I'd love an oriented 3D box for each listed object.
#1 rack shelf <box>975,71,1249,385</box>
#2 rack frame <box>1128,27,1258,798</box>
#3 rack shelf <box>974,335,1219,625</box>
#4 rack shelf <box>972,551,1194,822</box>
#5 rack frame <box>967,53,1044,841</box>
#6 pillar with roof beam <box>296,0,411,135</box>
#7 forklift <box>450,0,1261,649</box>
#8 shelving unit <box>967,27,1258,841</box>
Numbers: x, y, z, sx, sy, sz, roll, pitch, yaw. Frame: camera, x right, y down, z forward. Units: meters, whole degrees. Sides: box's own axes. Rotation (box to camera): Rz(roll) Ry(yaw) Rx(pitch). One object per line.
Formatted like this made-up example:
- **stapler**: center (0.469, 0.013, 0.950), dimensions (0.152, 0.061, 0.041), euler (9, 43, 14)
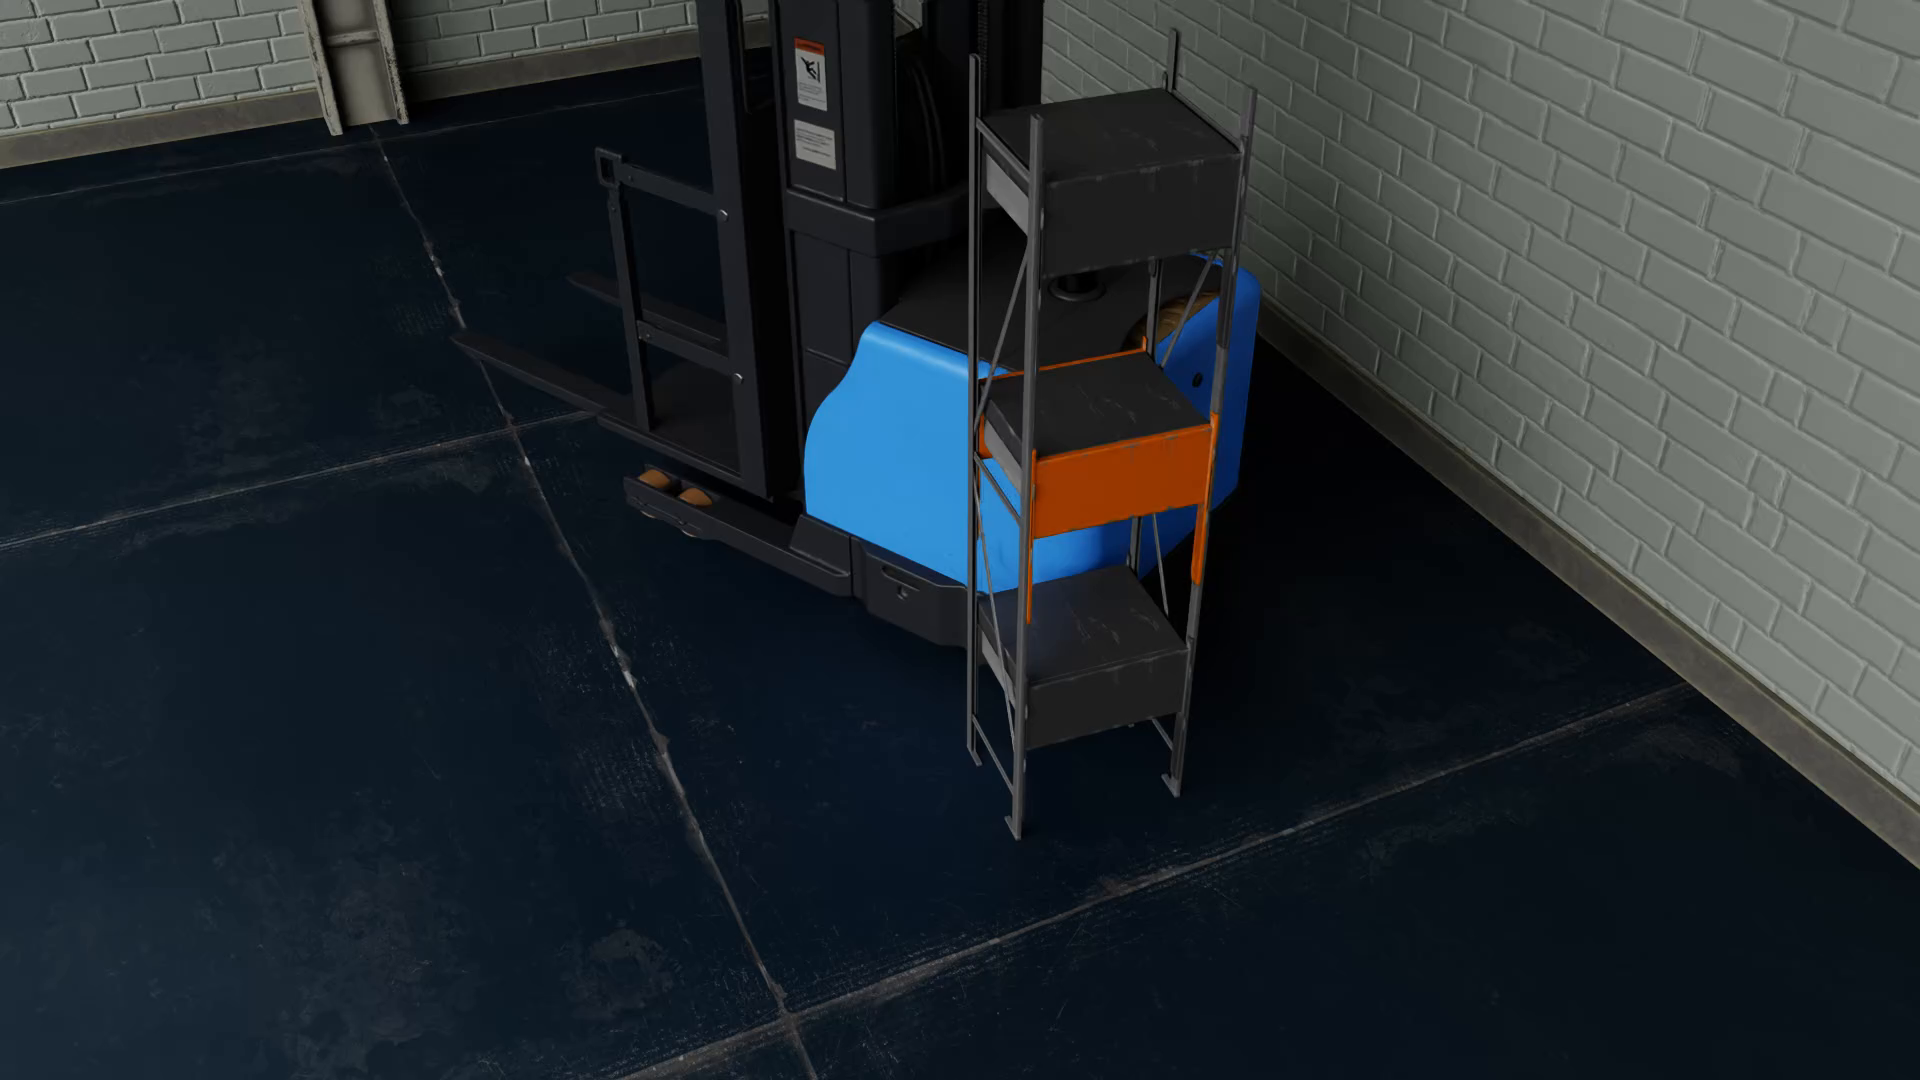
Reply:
- **rack shelf**: center (0.325, -0.721, 3.807), dimensions (0.480, 0.518, 0.431), euler (-12, 38, -16)
- **rack frame**: center (0.554, -0.219, 4.283), dimensions (0.015, 2.100, 0.400), euler (-12, 38, -16)
- **rack shelf**: center (0.325, -0.159, 4.224), dimensions (0.480, 0.518, 0.431), euler (-12, 38, -16)
- **rack shelf**: center (0.325, 0.404, 4.641), dimensions (0.480, 0.518, 0.431), euler (-12, 38, -16)
- **rack frame**: center (0.095, -0.120, 4.149), dimensions (0.015, 2.100, 0.400), euler (-12, 38, -16)
- **pillar with roof beam**: center (-1.287, -3.506, 2.923), dimensions (0.400, 9.000, 9.100), euler (-16, 39, -20)
- **forklift**: center (-0.559, -1.418, 5.201), dimensions (3.031, 2.935, 1.130), euler (23, 43, 28)
- **shelving unit**: center (0.325, -0.170, 4.216), dimensions (0.503, 2.100, 0.431), euler (-12, 38, -16)
